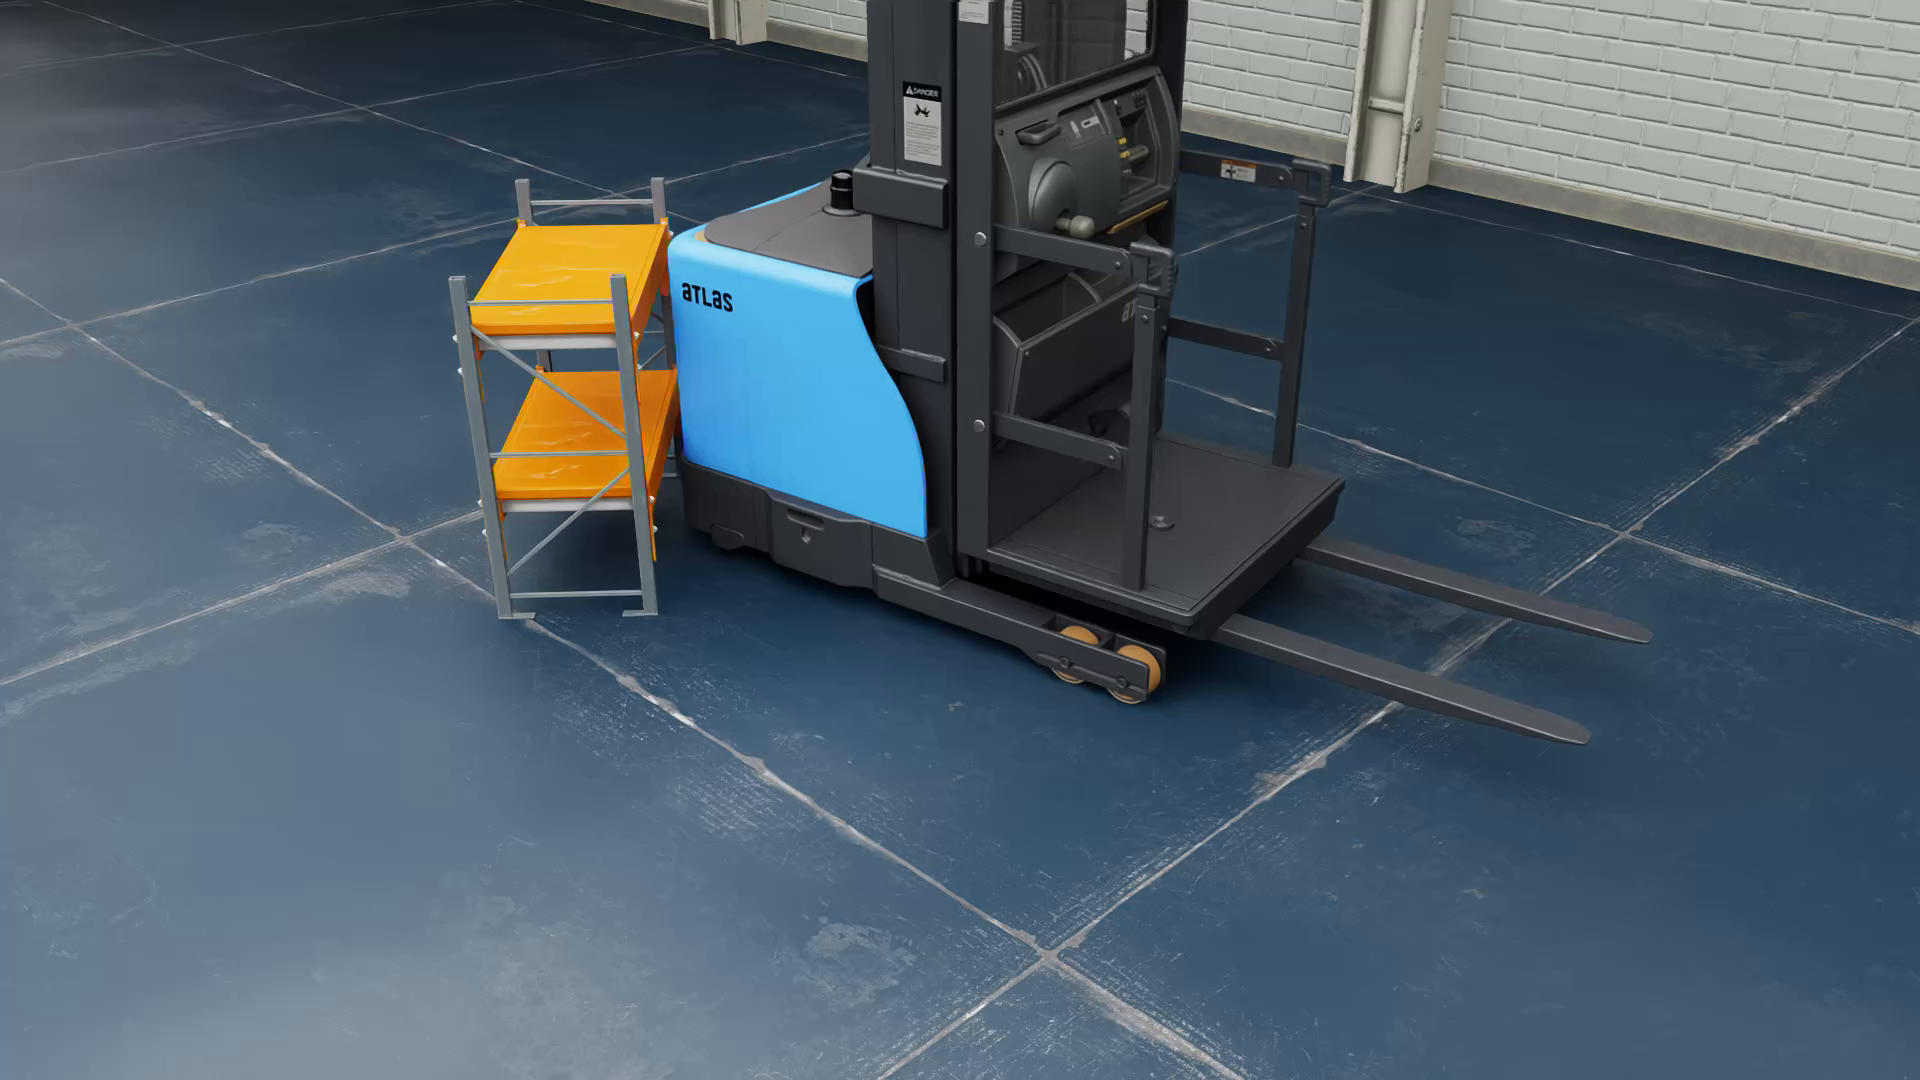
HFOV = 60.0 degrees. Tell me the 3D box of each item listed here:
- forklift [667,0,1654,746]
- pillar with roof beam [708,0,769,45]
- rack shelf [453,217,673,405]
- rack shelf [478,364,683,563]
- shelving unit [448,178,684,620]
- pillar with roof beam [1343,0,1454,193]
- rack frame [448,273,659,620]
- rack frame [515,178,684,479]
[{"bbox_3d":[0.554,-1.103,4.698,3.031,2.935,1.130,18,33,30],"label":"forklift"},{"bbox_3d":[-4.800,-6.612,8.655,0.400,9.000,9.100,25,36,38],"label":"pillar with roof beam"},{"bbox_3d":[-1.237,-0.753,5.345,0.538,0.278,1.000,-1,28,-3],"label":"rack shelf"},{"bbox_3d":[-1.237,-0.278,5.595,0.538,0.278,1.000,-1,28,-3],"label":"rack shelf"},{"bbox_3d":[-1.237,-0.494,5.481,0.538,1.125,1.048,-1,28,-3],"label":"shelving unit"},{"bbox_3d":[-0.522,-4.654,4.932,0.400,9.000,9.100,25,36,38],"label":"pillar with roof beam"},{"bbox_3d":[-1.212,-0.258,5.032,0.500,1.125,0.032,-1,28,-3],"label":"rack frame"},{"bbox_3d":[-1.262,-0.730,5.930,0.500,1.125,0.032,-1,28,-3],"label":"rack frame"}]
